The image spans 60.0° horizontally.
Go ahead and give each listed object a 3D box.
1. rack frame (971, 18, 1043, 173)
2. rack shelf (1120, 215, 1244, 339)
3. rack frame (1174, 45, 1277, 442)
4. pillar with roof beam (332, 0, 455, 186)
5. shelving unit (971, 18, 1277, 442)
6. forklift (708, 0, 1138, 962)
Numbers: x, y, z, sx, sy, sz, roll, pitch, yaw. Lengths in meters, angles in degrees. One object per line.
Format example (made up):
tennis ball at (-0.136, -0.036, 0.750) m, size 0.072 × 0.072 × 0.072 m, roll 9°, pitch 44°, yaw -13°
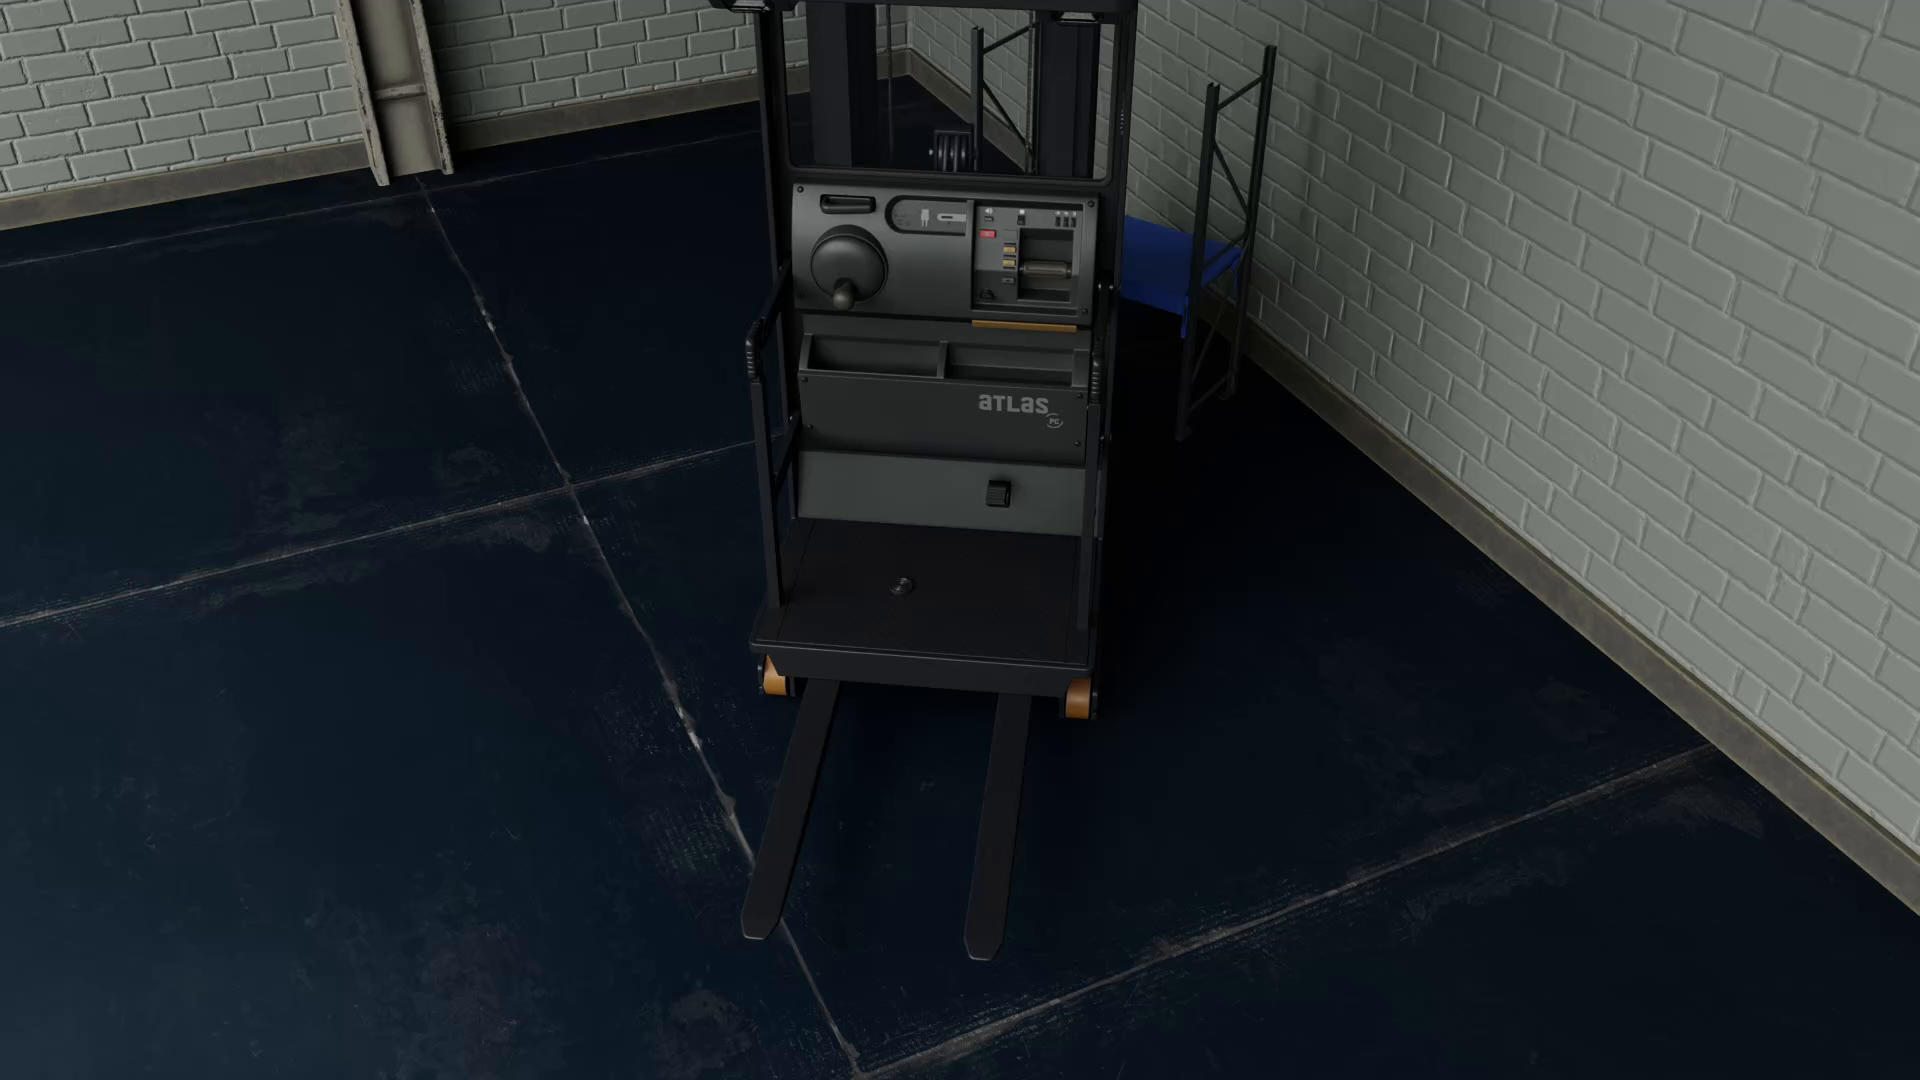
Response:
rack frame at (0.197, -1.474, 6.979) m, size 0.032 × 1.500 × 0.500 m, roll 22°, pitch 42°, yaw 27°
rack shelf at (0.615, -1.157, 6.853) m, size 1.000 × 0.185 × 0.538 m, roll 22°, pitch 42°, yaw 27°
rack frame at (1.032, -1.129, 6.513) m, size 0.032 × 1.500 × 0.500 m, roll 22°, pitch 42°, yaw 27°
pillar with roof beam at (-1.117, -3.290, 3.132) m, size 0.400 × 9.000 × 9.100 m, roll -16°, pitch 39°, yaw -20°
shelving unit at (0.615, -1.302, 6.746) m, size 1.048 × 1.500 × 0.538 m, roll 22°, pitch 42°, yaw 27°
forklift at (-0.072, -0.809, 4.880) m, size 1.130 × 2.935 × 3.031 m, roll 4°, pitch 37°, yaw 5°
